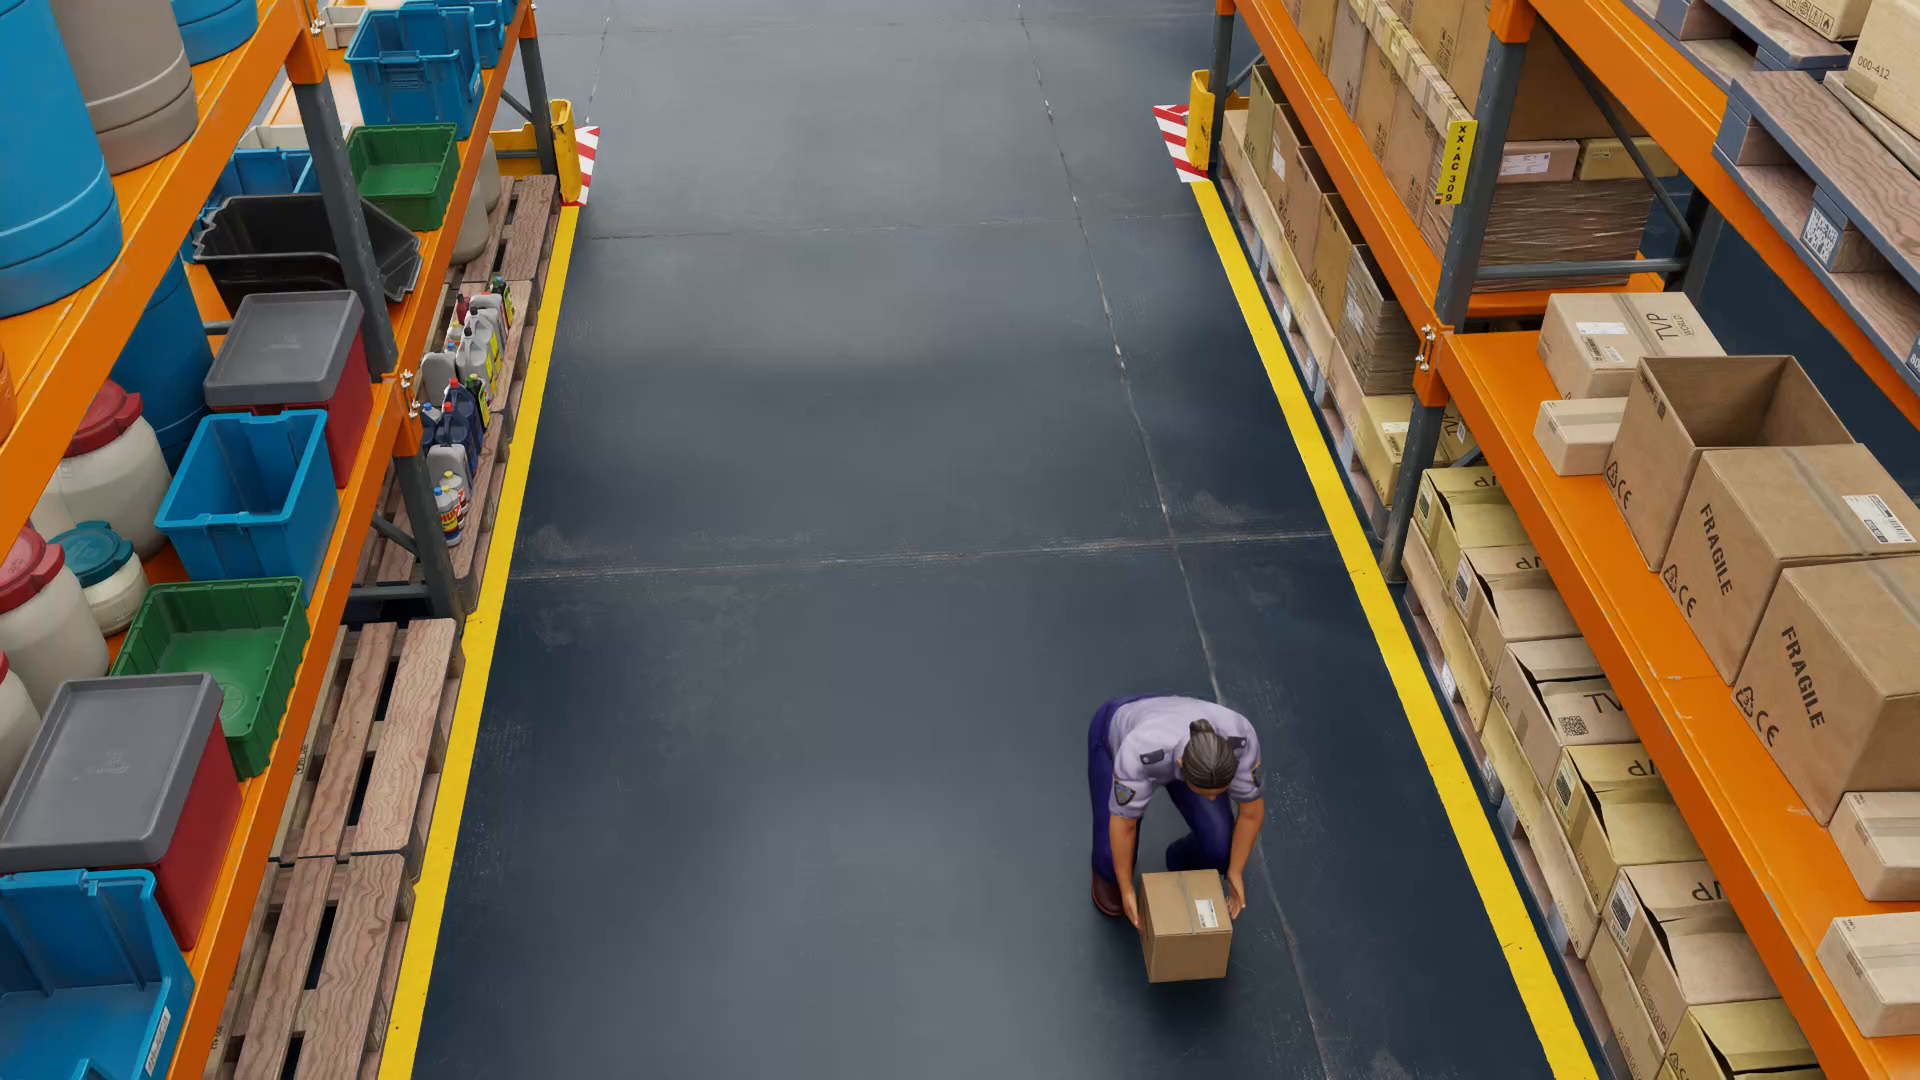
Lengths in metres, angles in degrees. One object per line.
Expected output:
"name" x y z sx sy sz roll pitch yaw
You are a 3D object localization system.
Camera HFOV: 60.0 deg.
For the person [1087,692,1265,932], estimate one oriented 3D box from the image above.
"person" 0.706 0.847 5.571 0.538 1.099 0.768 -3 39 -4
